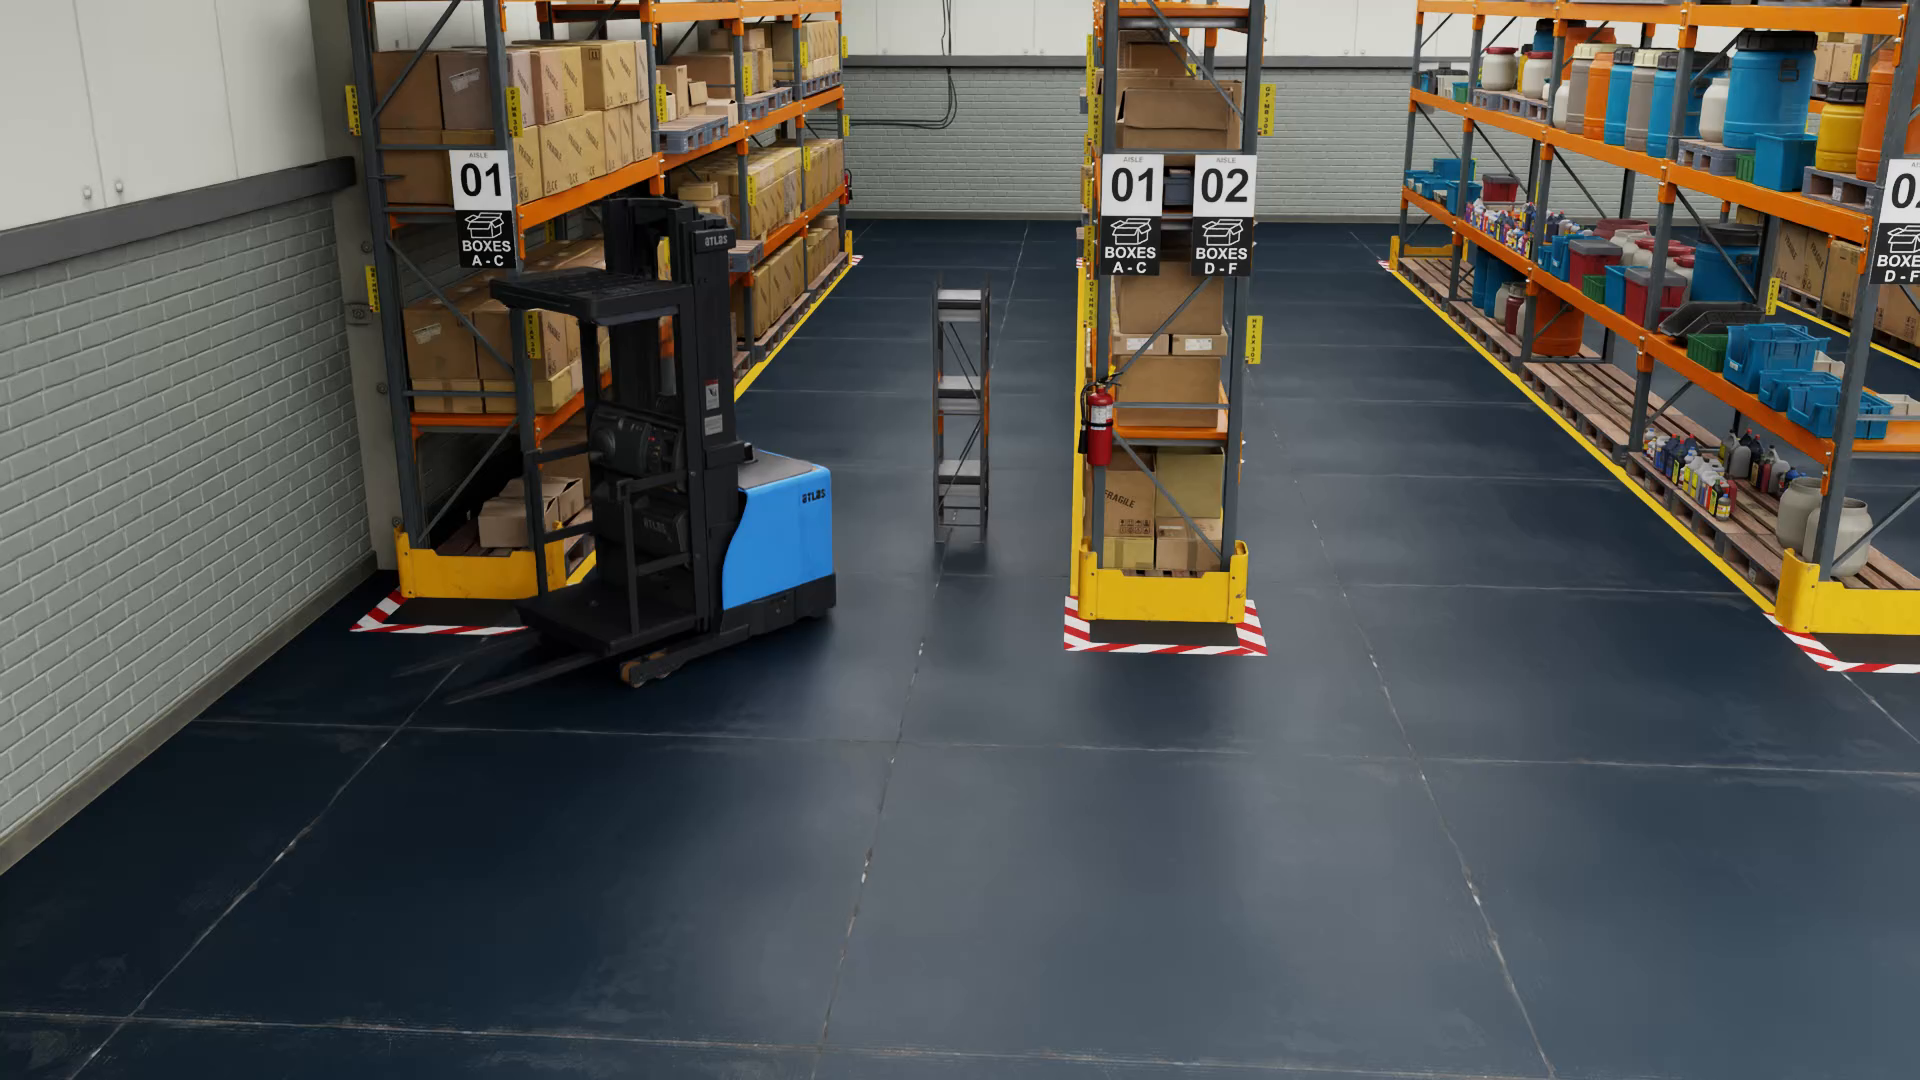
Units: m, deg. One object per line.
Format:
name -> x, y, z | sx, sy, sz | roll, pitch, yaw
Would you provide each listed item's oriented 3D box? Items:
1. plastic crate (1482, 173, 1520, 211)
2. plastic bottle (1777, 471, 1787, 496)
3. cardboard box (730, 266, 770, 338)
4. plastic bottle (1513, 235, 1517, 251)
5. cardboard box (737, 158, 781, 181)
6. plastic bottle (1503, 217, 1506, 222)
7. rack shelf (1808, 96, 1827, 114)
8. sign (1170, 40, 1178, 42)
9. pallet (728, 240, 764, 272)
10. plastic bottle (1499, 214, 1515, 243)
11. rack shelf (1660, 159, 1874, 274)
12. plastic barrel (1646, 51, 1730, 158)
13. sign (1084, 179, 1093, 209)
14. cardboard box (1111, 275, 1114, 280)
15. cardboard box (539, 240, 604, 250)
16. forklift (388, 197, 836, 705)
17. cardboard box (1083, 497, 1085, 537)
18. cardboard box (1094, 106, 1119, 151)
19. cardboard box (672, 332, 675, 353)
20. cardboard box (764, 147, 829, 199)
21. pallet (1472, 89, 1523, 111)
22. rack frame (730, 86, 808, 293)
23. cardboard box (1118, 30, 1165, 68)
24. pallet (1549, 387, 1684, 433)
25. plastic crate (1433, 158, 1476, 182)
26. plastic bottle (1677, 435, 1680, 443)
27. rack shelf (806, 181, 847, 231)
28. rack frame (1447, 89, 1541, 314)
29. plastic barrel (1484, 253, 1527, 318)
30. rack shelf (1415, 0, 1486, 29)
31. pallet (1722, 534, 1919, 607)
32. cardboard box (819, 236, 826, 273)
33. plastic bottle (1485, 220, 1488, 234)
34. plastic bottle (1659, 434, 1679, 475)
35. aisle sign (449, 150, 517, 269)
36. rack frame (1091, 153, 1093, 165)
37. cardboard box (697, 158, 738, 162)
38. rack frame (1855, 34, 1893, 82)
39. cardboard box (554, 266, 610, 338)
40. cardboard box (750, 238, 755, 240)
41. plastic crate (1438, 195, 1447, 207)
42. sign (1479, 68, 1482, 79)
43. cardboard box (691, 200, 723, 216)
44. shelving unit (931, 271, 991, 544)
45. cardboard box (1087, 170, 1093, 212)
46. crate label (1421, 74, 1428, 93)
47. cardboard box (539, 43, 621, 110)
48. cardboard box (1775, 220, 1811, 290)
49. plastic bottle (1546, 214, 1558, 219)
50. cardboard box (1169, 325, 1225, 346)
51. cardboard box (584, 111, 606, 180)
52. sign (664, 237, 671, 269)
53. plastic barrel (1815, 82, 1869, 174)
plastic crate -> 7.541, -4.860, 23.239 | 0.402, 0.464, 0.583 | 1, 18, 4
plastic bottle -> 6.861, -0.470, 13.828 | 0.097, 0.201, 0.097 | 0, 18, 0
cardboard box -> -2.758, -2.912, 20.270 | 0.750, 0.750, 0.750 | 1, 18, 3
plastic bottle -> 6.608, -3.526, 19.685 | 0.097, 0.201, 0.097 | 0, 18, 0
cardboard box -> -2.552, -4.679, 21.012 | 0.500, 0.250, 0.500 | 1, 18, 3
plastic bottle -> 6.709, -3.819, 20.449 | 0.061, 0.283, 0.133 | 1, 18, 4
rack shelf -> 12.311, -6.124, 23.632 | 1.077, 0.370, 4.000 | 1, 18, 4
sign -> 2.840, -6.488, 22.127 | 0.100, 0.325, 0.005 | 1, 18, 4
pallet -> -2.886, -3.193, 18.660 | 1.213, 0.211, 1.003 | 1, 18, 4
plastic bottle -> 6.679, -3.802, 20.289 | 0.144, 0.351, 0.185 | 1, 18, 4
rack shelf -> 6.510, -2.507, 12.596 | 1.077, 0.370, 4.000 | 1, 18, 4
plastic barrel -> 6.473, -3.871, 14.798 | 0.600, 0.901, 0.708 | 1, 18, 4
sign -> 1.458, -3.921, 18.839 | 0.100, 0.325, 0.005 | 1, 18, 4
cardboard box -> 1.429, -2.116, 13.861 | 0.380, 0.149, 0.250 | 1, 18, 2
cardboard box -> -3.470, -2.419, 14.993 | 0.500, 0.500, 0.500 | 1, 18, 3
forklift -> -2.244, -0.635, 10.653 | 1.130, 2.935, 3.031 | 16, 24, 40
cardboard box -> 1.194, -0.136, 12.762 | 0.500, 0.250, 0.500 | 1, 18, 4
cardboard box -> 1.286, -3.100, 12.492 | 0.500, 0.311, 0.500 | 3, 18, 10
cardboard box -> -3.164, -2.009, 16.842 | 0.500, 0.250, 0.500 | 1, 18, 3
cardboard box -> -2.499, -5.514, 24.952 | 0.980, 0.700, 0.700 | 0, 18, 1
pallet -> 7.268, -5.620, 21.242 | 1.213, 0.211, 1.003 | 1, 18, 4
rack frame -> -2.655, -4.751, 23.104 | 1.000, 3.000, 0.127 | 1, 18, 4
cardboard box -> 2.037, -5.482, 18.753 | 0.500, 0.500, 0.500 | 1, 18, 4
pallet -> 6.756, -1.344, 17.187 | 1.003, 0.211, 1.213 | 1, 18, 4
plastic crate -> 7.676, -5.709, 25.875 | 0.616, 0.435, 0.499 | 1, 18, 4
plastic bottle -> 6.304, -0.771, 14.614 | 0.061, 0.283, 0.133 | 1, 18, 4
rack shelf -> -2.511, -5.030, 25.112 | 1.077, 0.370, 4.000 | 1, 18, 4
rack frame -> 7.227, -4.529, 22.429 | 1.000, 3.000, 0.127 | 1, 18, 4
plastic barrel -> 7.120, -3.343, 21.505 | 0.600, 0.901, 0.708 | 1, 18, 4
rack shelf -> 7.370, -7.470, 23.565 | 1.077, 0.370, 4.000 | 1, 18, 4
pallet -> 6.389, 0.246, 12.334 | 1.003, 0.211, 1.213 | 1, 18, 4
cardboard box -> -2.420, -4.308, 25.092 | 0.700, 0.500, 0.500 | 2, 18, 5
plastic bottle -> 6.712, -3.977, 21.062 | 0.097, 0.201, 0.097 | 0, 18, 0
plastic bottle -> 6.182, -0.754, 14.453 | 0.144, 0.351, 0.185 | 2, 18, 5
aisle sign -> -3.221, -2.230, 11.236 | 0.394, 0.787, 0.004 | 1, 18, 4
rack frame -> 2.287, -4.641, 22.770 | 1.000, 3.000, 0.127 | 1, 18, 4
cardboard box -> -3.051, -4.688, 21.038 | 0.500, 0.250, 0.500 | 1, 18, 3
rack frame -> 12.167, -7.270, 21.157 | 1.000, 3.000, 0.127 | 1, 18, 4
cardboard box -> -3.067, -1.934, 13.513 | 0.500, 0.500, 0.500 | 2, 18, 6
cardboard box -> -2.660, -3.574, 19.883 | 0.380, 0.149, 0.250 | 2, 18, 5
plastic crate -> 7.039, -4.781, 23.542 | 0.437, 0.125, 0.590 | 1, 18, 4
sign -> 8.064, -7.140, 25.748 | 0.100, 0.325, 0.005 | 1, 18, 4
cardboard box -> -2.978, -3.445, 18.251 | 0.700, 0.500, 0.500 | 0, 18, -1
shelving unit -> 0.012, -1.049, 13.253 | 0.431, 2.100, 0.503 | 1, 18, 4
cardboard box -> 2.044, -4.531, 21.599 | 0.700, 0.500, 0.500 | 4, 19, 13
crate label -> 7.125, -6.847, 24.924 | 0.408, 0.251, 0.502 | 1, 18, 4
cardboard box -> -3.049, -3.729, 13.371 | 0.500, 0.500, 0.500 | 1, 18, 2
cardboard box -> 12.359, -4.092, 23.830 | 0.875, 0.875, 0.875 | 1, 18, 4
plastic bottle -> 7.433, -3.957, 20.881 | 0.152, 0.276, 0.135 | 1, 18, 4
cardboard box -> 1.686, -1.469, 11.887 | 0.380, 0.149, 0.250 | 1, 18, 2
cardboard box -> -3.117, -3.099, 13.052 | 0.500, 0.500, 0.500 | 2, 18, 7
sign -> -2.686, -2.668, 15.357 | 0.100, 0.325, 0.005 | 1, 18, 4
plastic barrel -> 6.322, -2.874, 11.582 | 0.600, 0.588, 0.600 | 0, 18, 0
